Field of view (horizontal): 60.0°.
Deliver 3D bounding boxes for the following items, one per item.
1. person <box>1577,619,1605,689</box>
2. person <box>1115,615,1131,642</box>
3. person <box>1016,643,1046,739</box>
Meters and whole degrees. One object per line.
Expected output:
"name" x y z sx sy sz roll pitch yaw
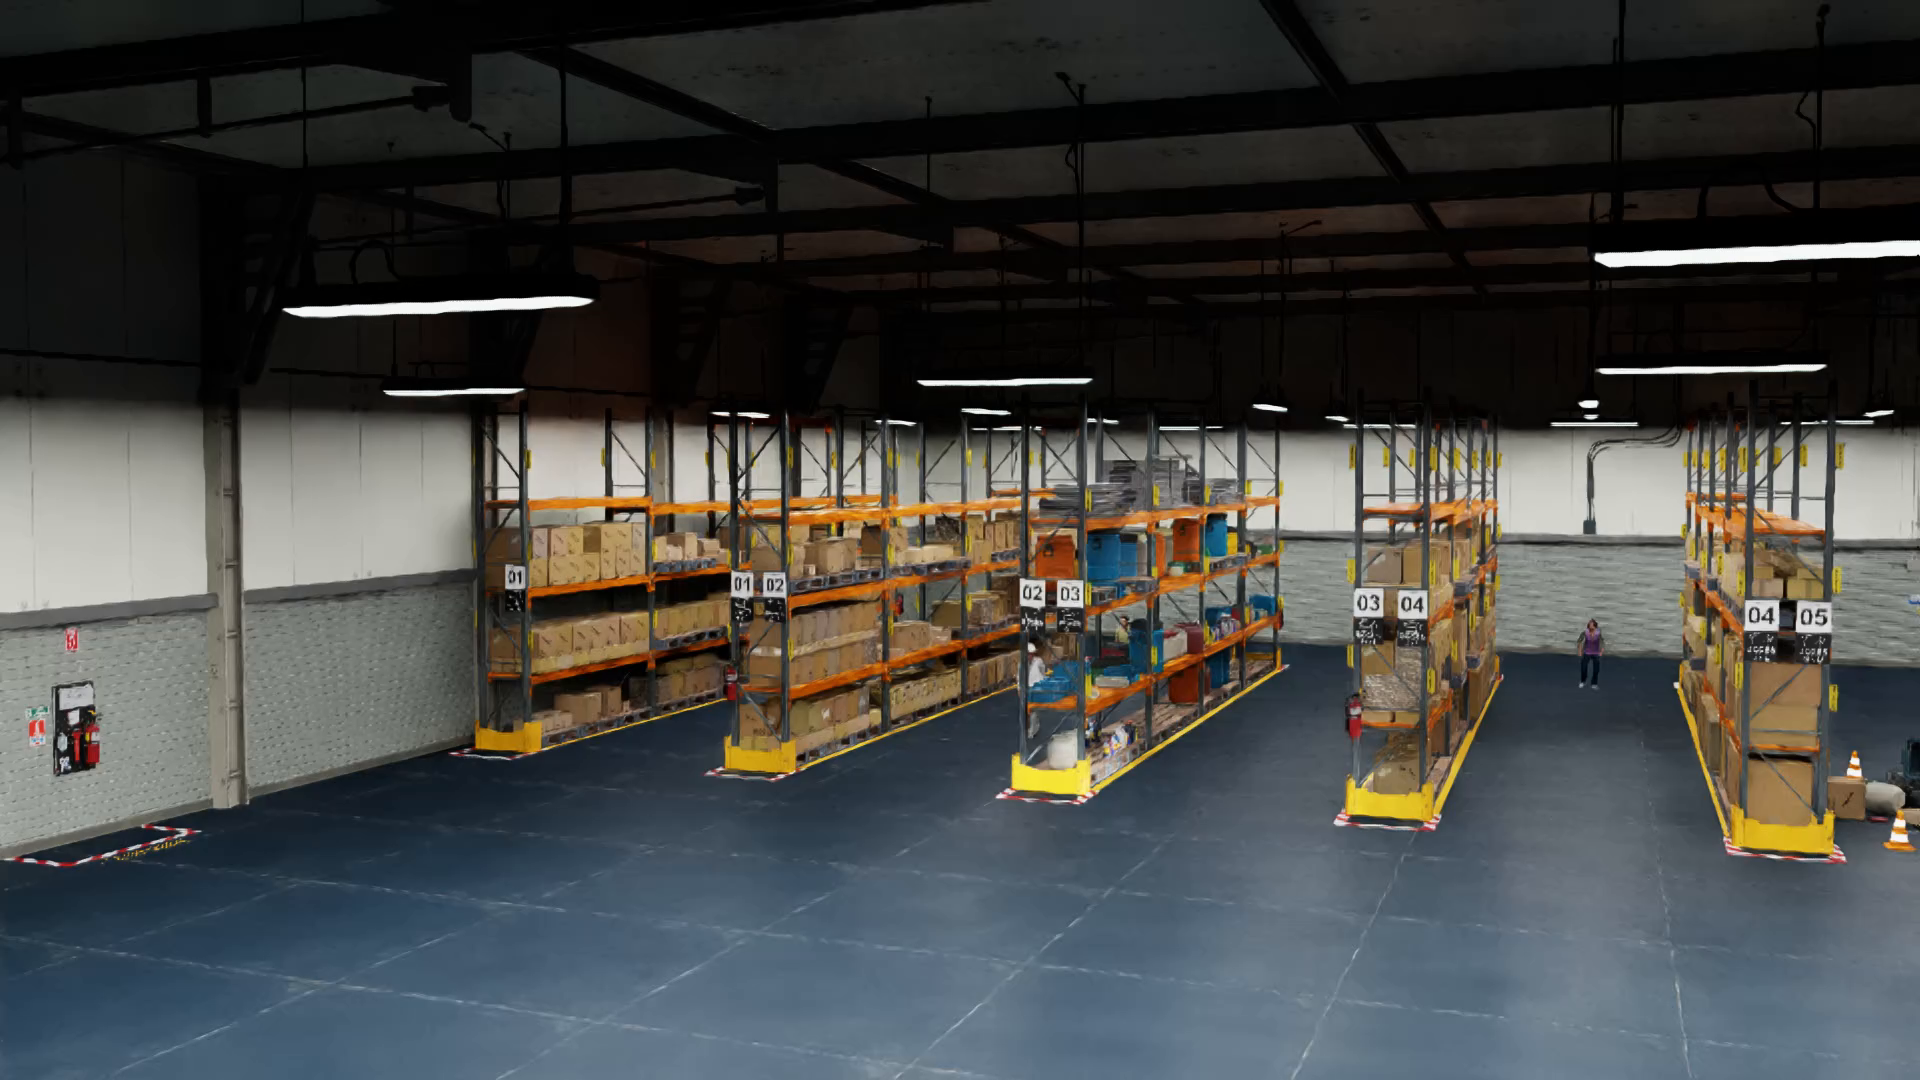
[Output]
"person" 13.744 2.476 36.238 0.566 1.541 0.519 1 3 18
"person" 3.596 2.420 36.391 0.448 1.590 1.110 1 3 23
"person" 1.264 2.687 29.910 0.542 1.698 1.115 1 3 23
